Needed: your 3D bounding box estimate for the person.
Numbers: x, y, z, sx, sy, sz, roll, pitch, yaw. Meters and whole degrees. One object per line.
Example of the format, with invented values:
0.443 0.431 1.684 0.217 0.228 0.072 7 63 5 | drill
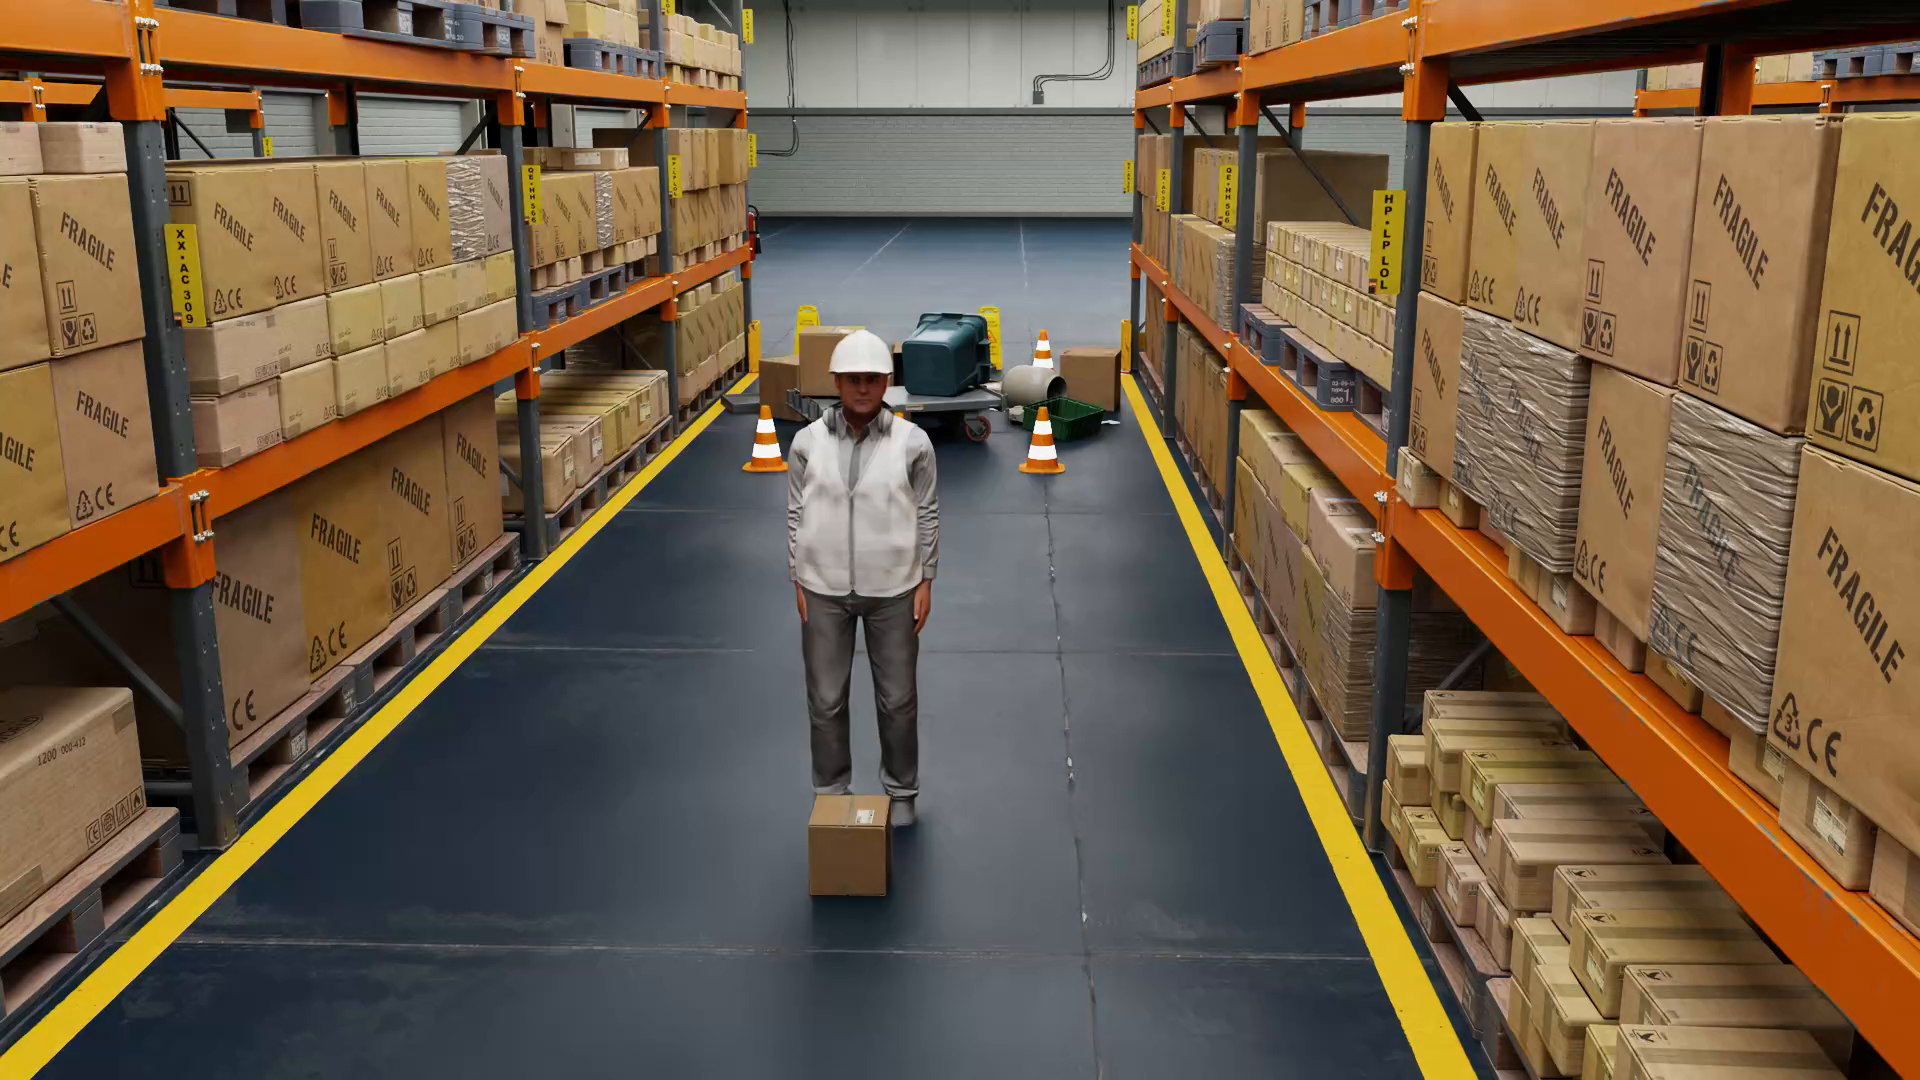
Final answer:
-0.337 0.188 5.810 0.533 1.829 0.368 1 14 3 | person
